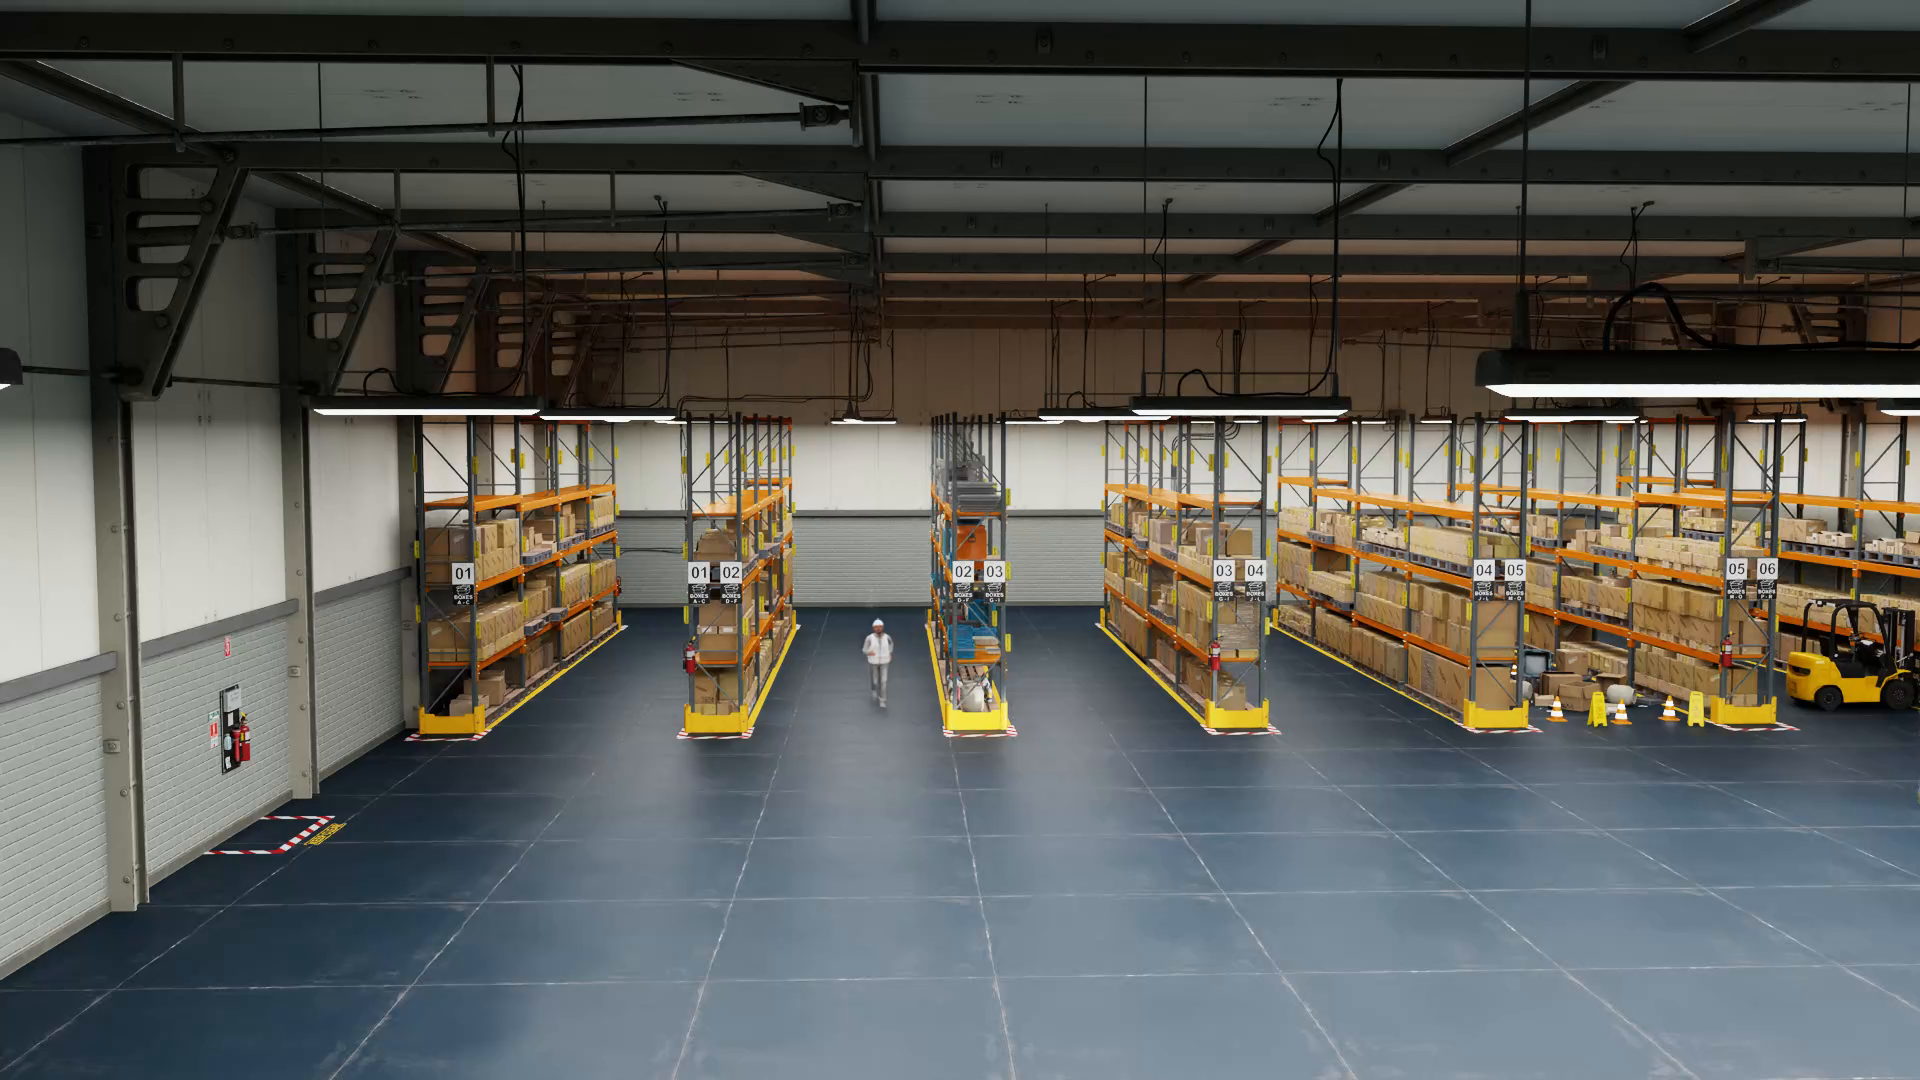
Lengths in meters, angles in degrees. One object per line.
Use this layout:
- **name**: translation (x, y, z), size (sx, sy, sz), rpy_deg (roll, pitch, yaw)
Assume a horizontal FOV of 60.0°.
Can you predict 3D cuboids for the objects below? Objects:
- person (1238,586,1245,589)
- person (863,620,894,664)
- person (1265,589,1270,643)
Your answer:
- **person**: translation (7.792, 1.641, 46.260), size (0.550, 1.689, 0.773), rpy_deg (0, 4, 3)
- **person**: translation (-1.651, 2.079, 33.974), size (0.661, 0.885, 0.605), rpy_deg (-1, 4, -11)
- **person**: translation (8.020, 1.888, 44.344), size (0.608, 1.645, 0.886), rpy_deg (0, 4, -7)
